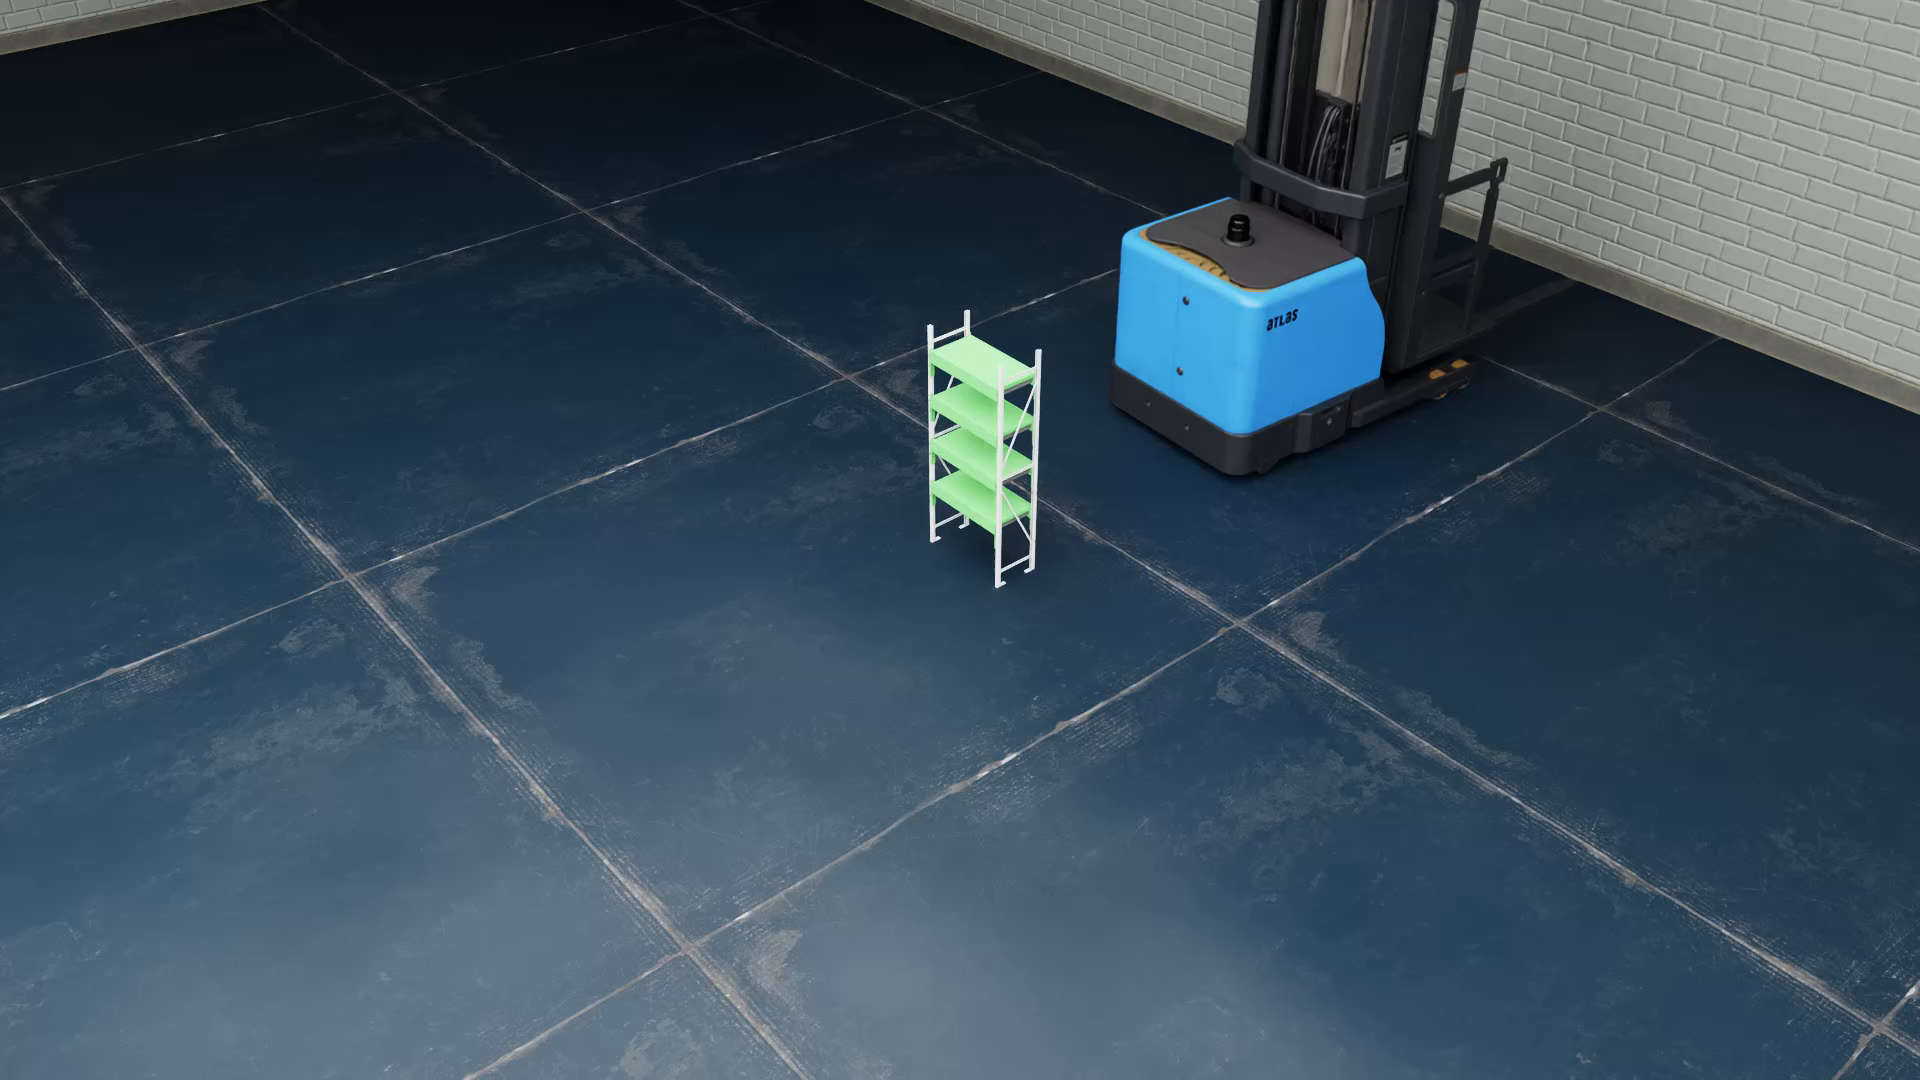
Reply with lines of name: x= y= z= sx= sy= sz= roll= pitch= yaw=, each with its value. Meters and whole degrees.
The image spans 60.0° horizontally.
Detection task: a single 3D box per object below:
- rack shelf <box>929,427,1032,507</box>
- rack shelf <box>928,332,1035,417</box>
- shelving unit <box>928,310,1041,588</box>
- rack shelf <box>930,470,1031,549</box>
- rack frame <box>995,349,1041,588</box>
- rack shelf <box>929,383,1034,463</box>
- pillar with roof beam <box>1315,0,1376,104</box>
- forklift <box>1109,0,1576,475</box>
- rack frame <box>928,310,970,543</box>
rack shelf: x=0.107 y=-0.364 z=7.837 sx=0.258 sy=0.148 sz=0.480 roll=-26 pitch=43 yaw=-32
rack shelf: x=0.107 y=-0.756 z=7.560 sx=0.258 sy=0.148 sz=0.480 roll=-26 pitch=43 yaw=-32
shelving unit: x=0.107 y=-0.417 z=7.800 sx=0.258 sy=1.200 sz=0.503 roll=-26 pitch=43 yaw=-32
rack shelf: x=0.107 y=-0.169 z=7.976 sx=0.258 sy=0.148 sz=0.480 roll=-26 pitch=43 yaw=-32
rack frame: x=0.264 y=-0.309 z=7.648 sx=0.240 sy=1.200 sz=0.015 roll=-26 pitch=43 yaw=-32
rack shelf: x=0.107 y=-0.560 z=7.698 sx=0.258 sy=0.148 sz=0.480 roll=-26 pitch=43 yaw=-32
pillar with roof beam: x=-0.744 y=-4.562 z=6.906 sx=9.100 sy=9.000 sz=0.400 roll=-26 pitch=43 yaw=-32
forklift: x=2.316 y=-2.210 z=8.835 sx=3.031 sy=2.935 sz=1.130 roll=-23 pitch=41 yaw=-29
rack frame: x=-0.051 y=-0.524 z=7.952 sx=0.240 sy=1.200 sz=0.015 roll=-26 pitch=43 yaw=-32
